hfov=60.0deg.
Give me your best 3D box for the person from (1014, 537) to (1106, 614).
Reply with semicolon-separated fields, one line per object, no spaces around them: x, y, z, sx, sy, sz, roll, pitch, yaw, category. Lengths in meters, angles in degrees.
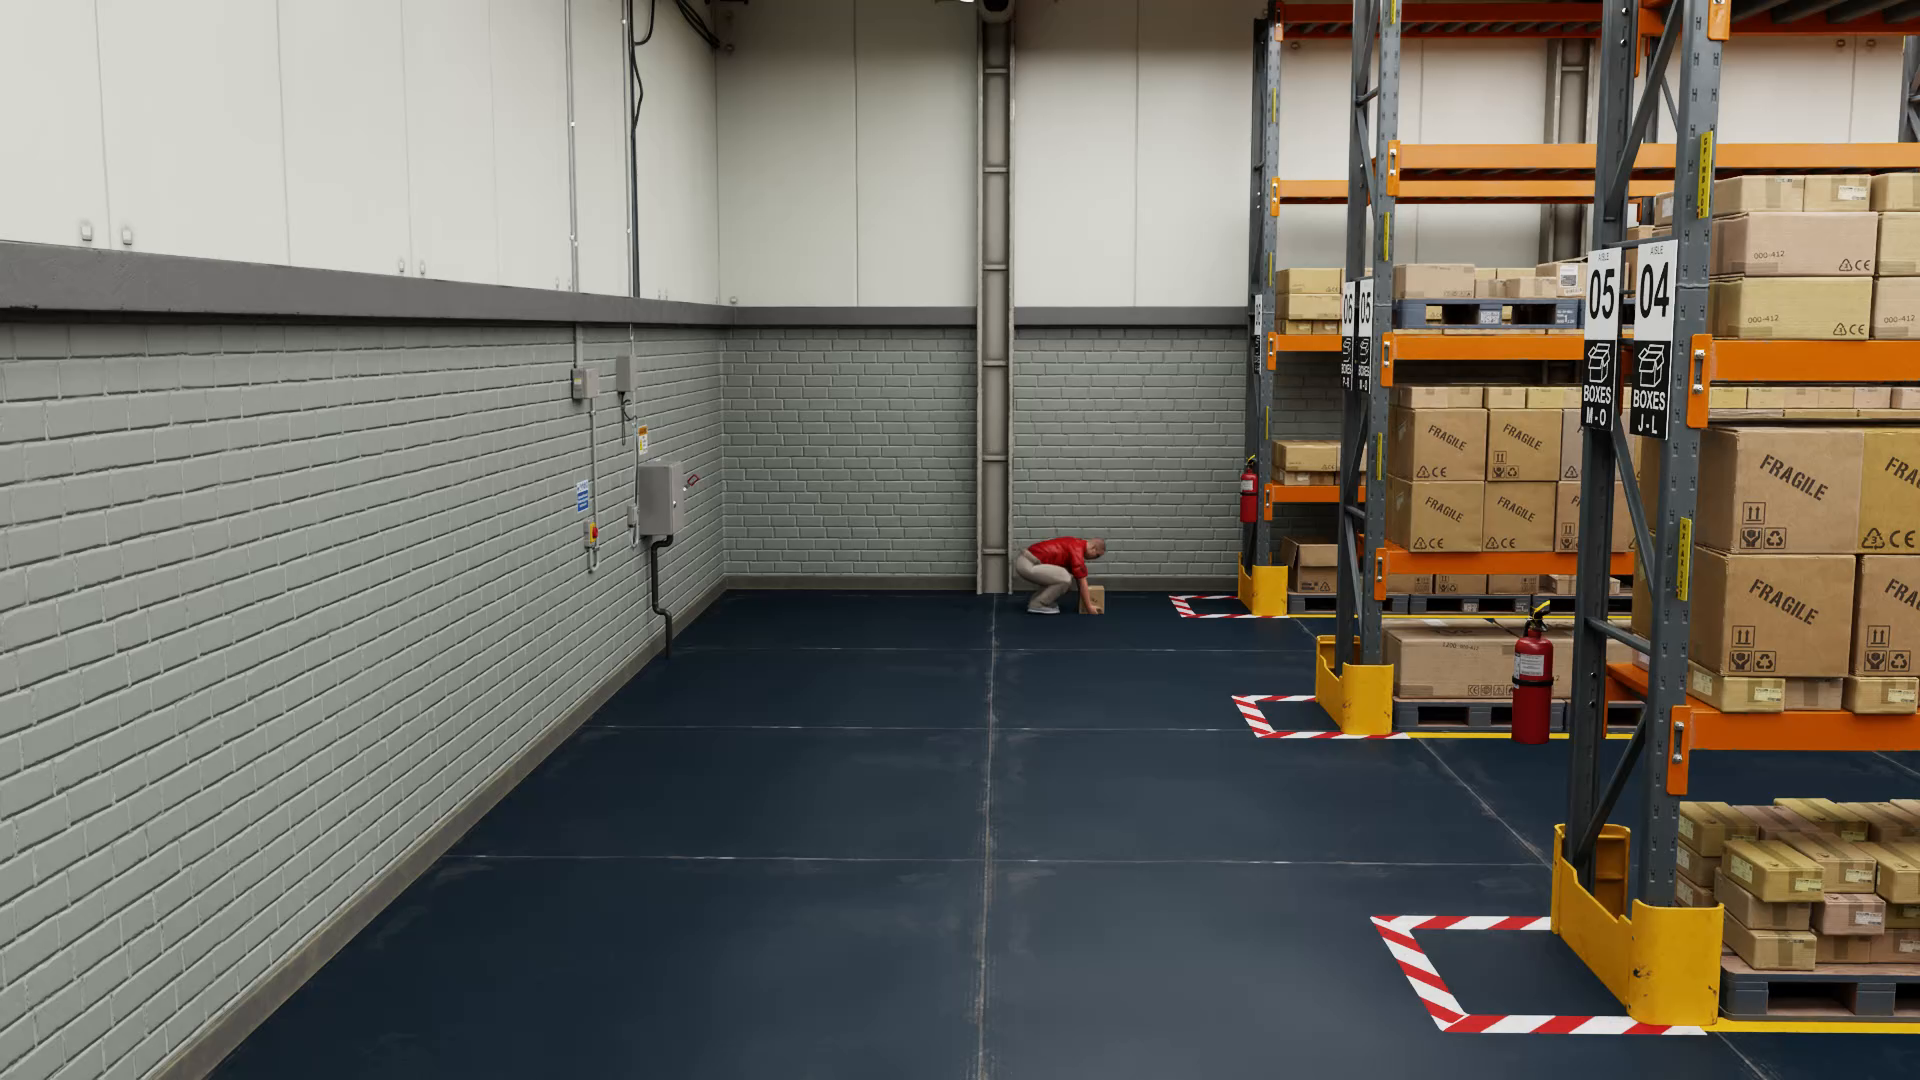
1.018;0.363;16.913;0.932;0.780;0.527;0;7;0;person
